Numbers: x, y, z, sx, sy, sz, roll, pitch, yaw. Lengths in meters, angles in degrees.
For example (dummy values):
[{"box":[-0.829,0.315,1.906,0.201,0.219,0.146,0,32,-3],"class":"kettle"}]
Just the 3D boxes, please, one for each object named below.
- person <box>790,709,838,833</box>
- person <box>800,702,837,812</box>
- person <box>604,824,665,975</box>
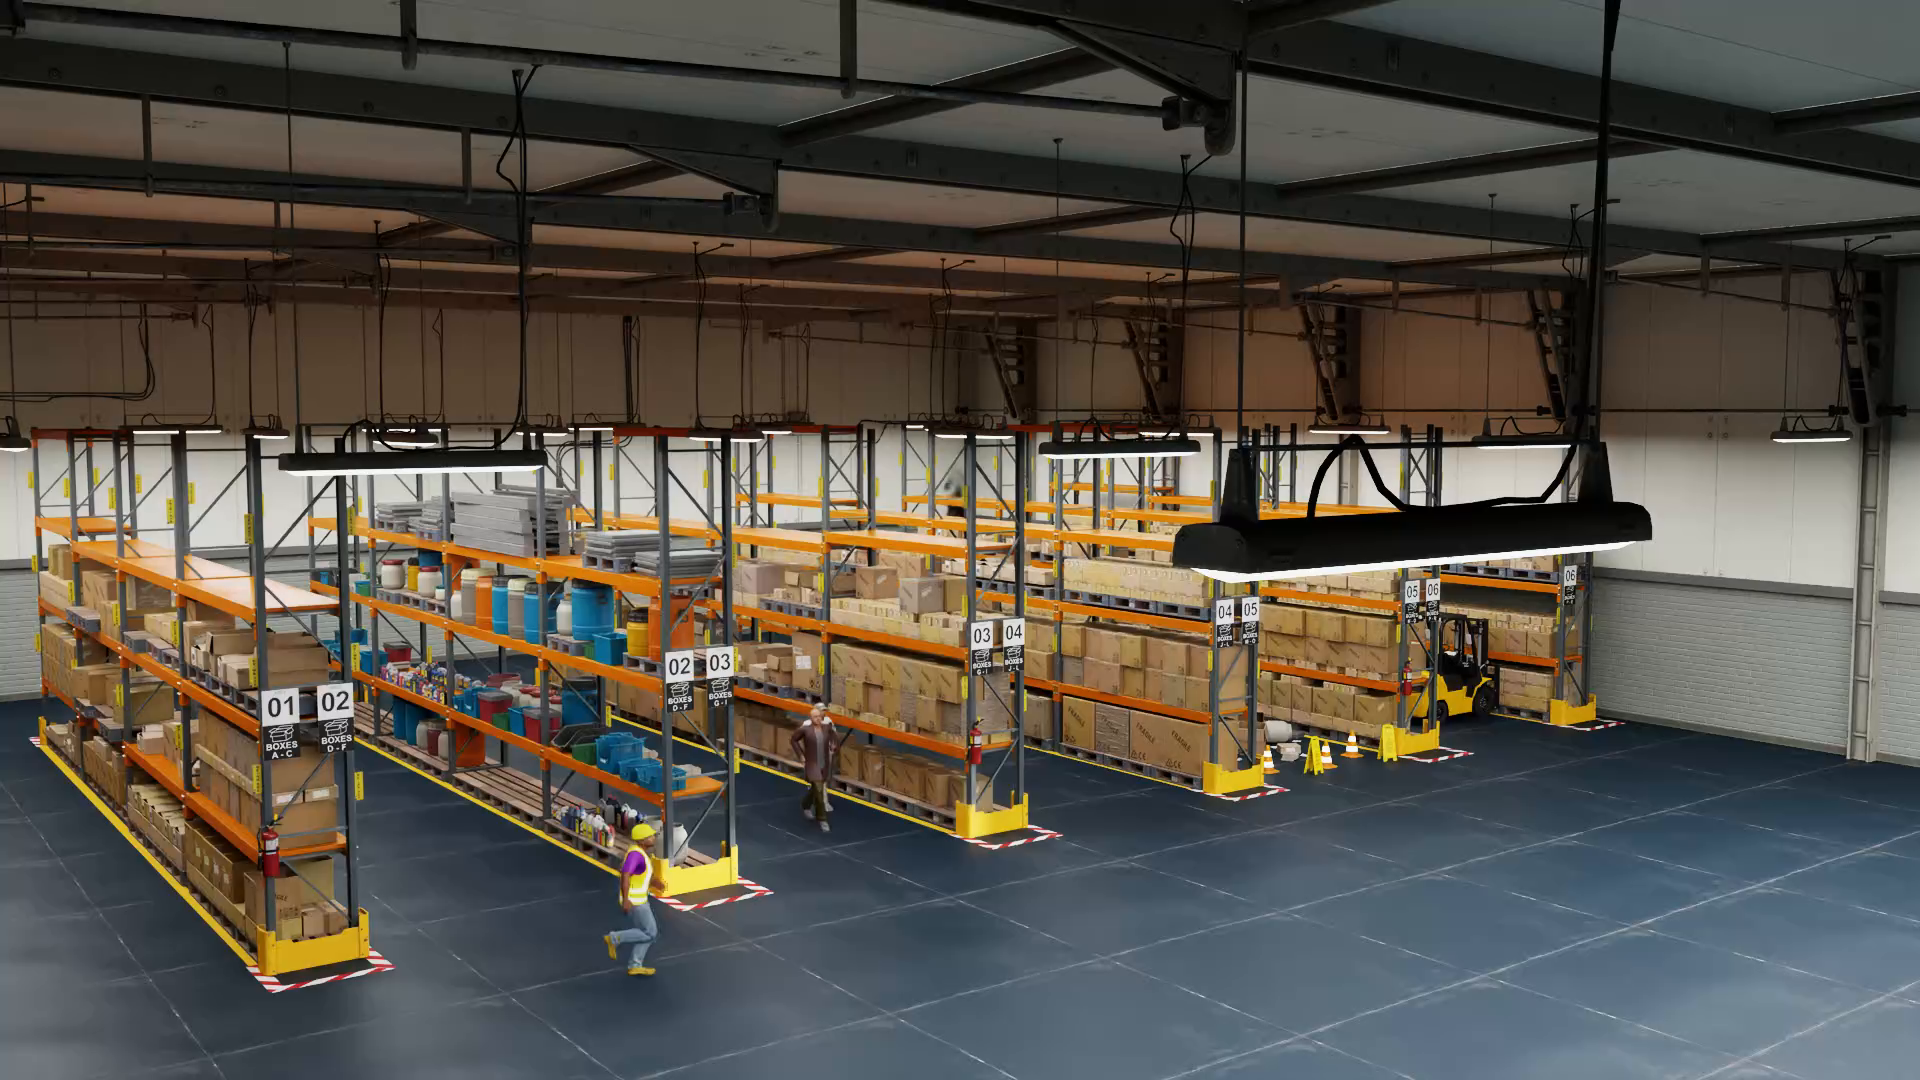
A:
[{"box":[-2.173,3.454,25.275,0.681,1.813,0.982,-3,5,-34],"class":"person"},{"box":[-2.229,3.407,26.455,0.618,1.678,0.848,-4,6,-38],"class":"person"},{"box":[-3.606,4.024,18.595,0.612,1.697,0.709,-1,5,-10],"class":"person"}]
